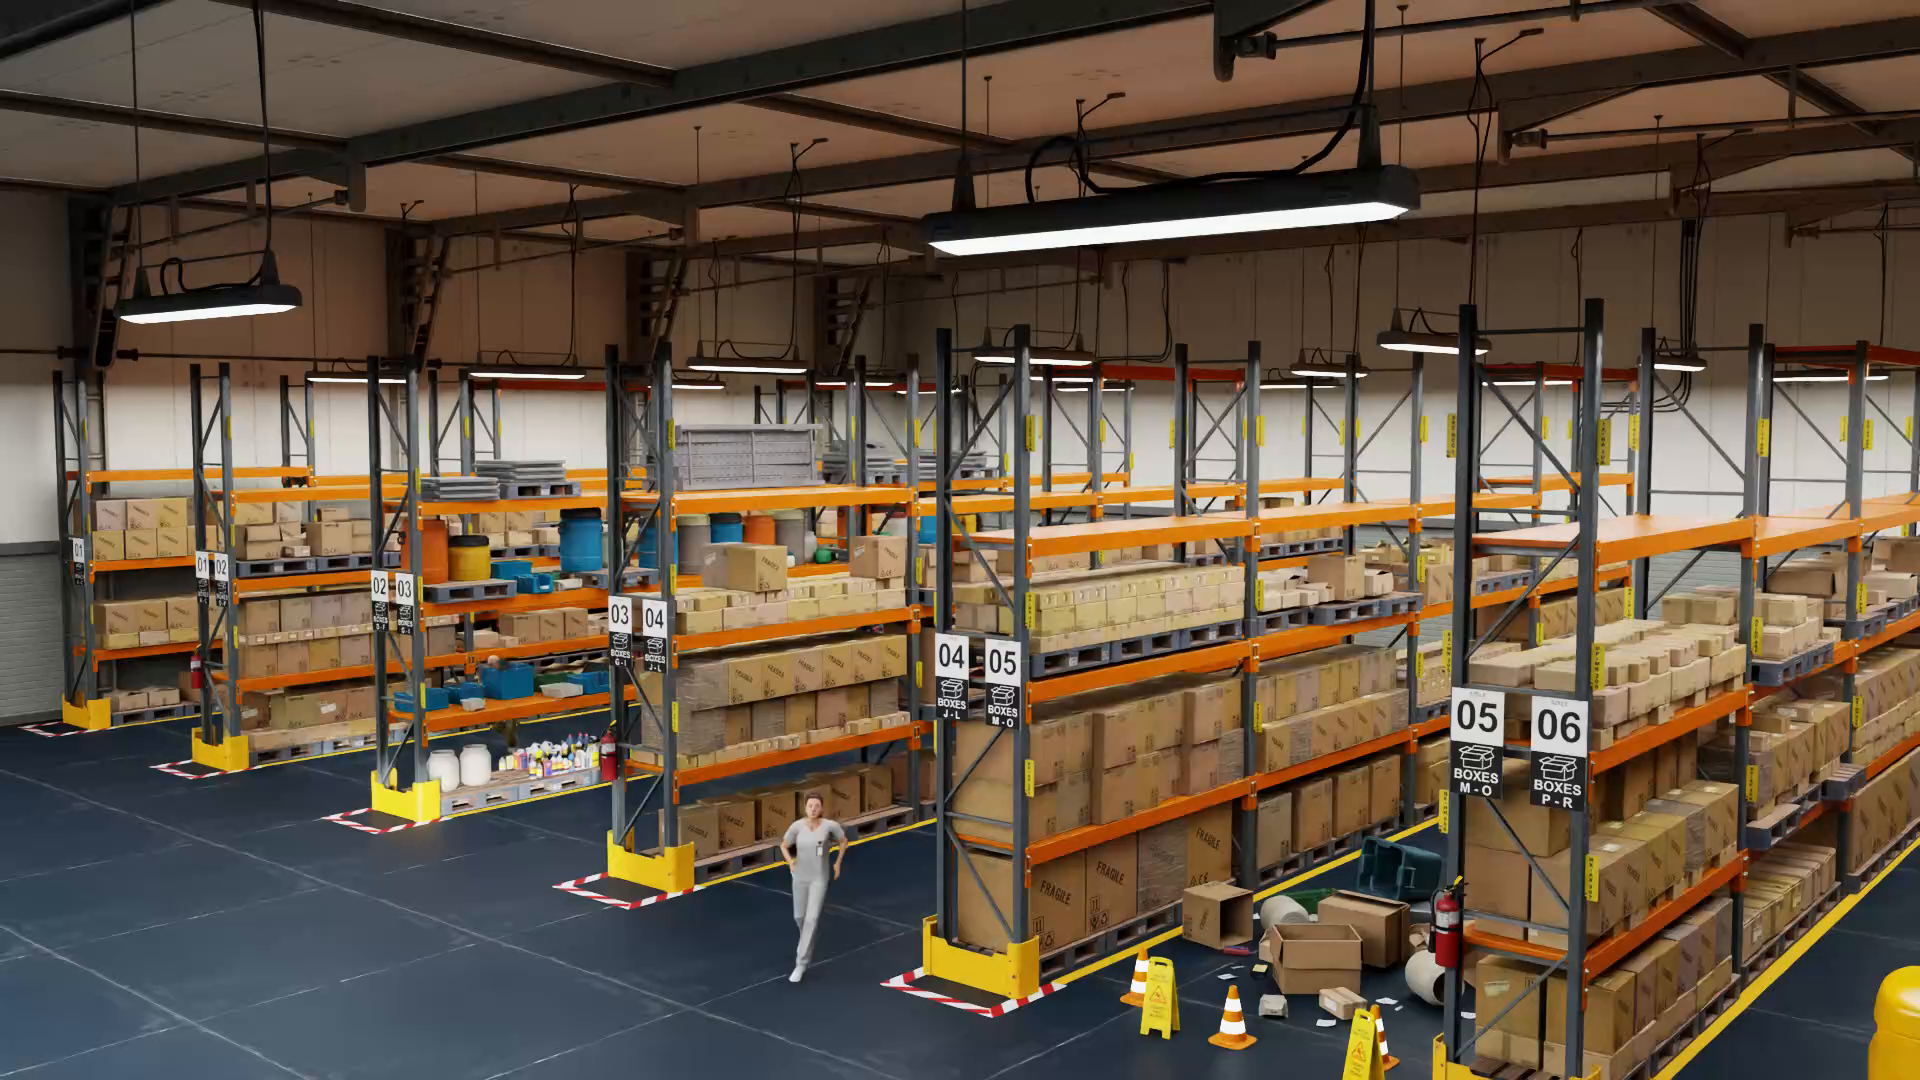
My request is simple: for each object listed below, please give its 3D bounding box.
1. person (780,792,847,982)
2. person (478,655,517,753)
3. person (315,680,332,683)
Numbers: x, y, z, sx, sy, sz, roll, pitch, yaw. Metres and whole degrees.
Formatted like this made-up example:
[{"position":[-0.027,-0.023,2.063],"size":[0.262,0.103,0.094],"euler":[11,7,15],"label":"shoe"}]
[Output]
[{"position":[-1.389,3.193,15.613],"size":[0.607,1.666,0.975],"euler":[1,4,7],"label":"person"},{"position":[-7.093,2.529,25.572],"size":[0.736,1.597,0.868],"euler":[1,4,11],"label":"person"},{"position":[-10.948,2.323,28.710],"size":[0.526,1.570,0.744],"euler":[2,5,26],"label":"person"}]
